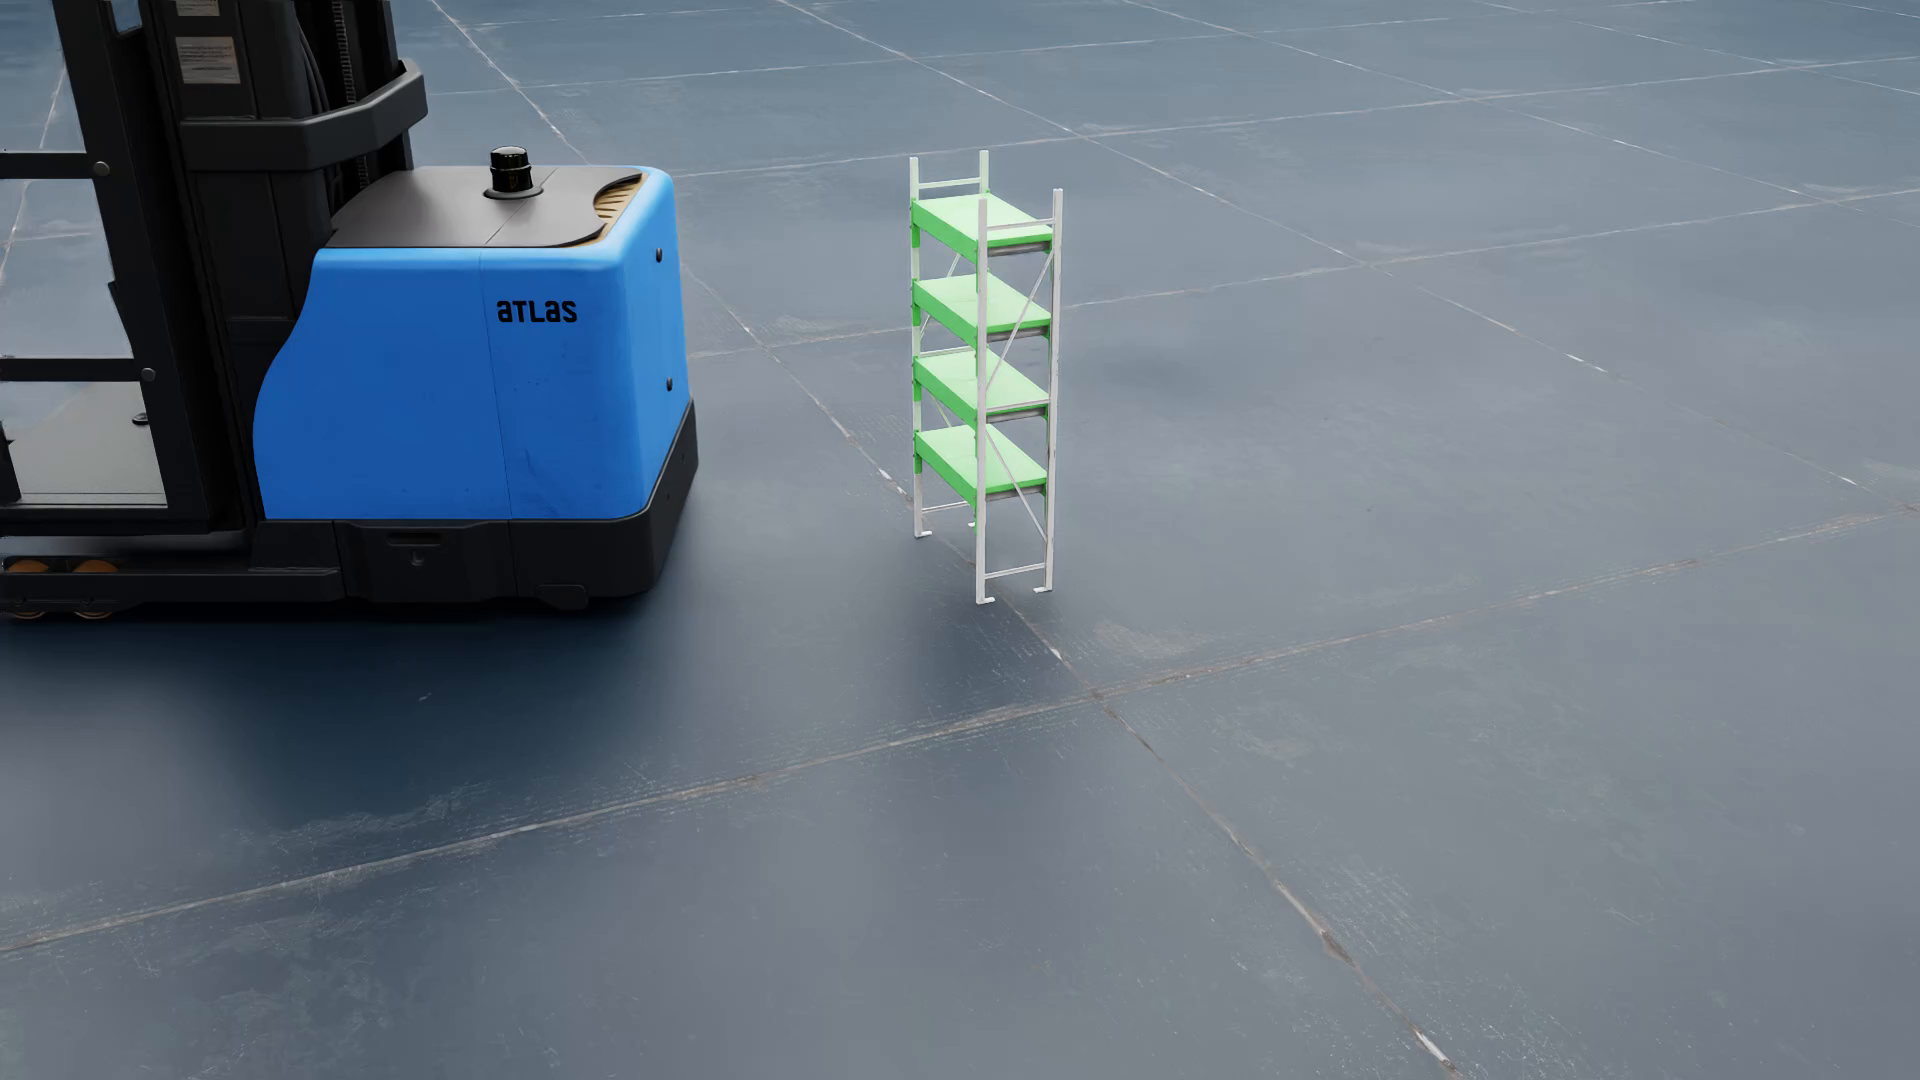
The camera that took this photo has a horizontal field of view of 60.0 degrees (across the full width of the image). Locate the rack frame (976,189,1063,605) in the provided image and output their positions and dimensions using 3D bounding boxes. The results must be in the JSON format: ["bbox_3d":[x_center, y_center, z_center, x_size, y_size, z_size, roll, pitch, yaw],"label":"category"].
[{"bbox_3d":[0.160,-0.374,4.648,0.240,1.200,0.015,-11,28,-21],"label":"rack frame"}]

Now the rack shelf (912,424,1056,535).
[{"bbox_3d":[0.065,-0.199,4.983,0.258,0.148,0.480,-11,28,-21],"label":"rack shelf"}]

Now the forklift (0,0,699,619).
[{"bbox_3d":[-2.397,-1.321,4.615,3.031,2.935,1.130,0,26,0],"label":"forklift"}]

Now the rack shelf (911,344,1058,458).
[{"bbox_3d":[0.065,-0.415,4.878,0.258,0.148,0.480,-11,28,-21],"label":"rack shelf"}]

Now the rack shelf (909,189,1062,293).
[{"bbox_3d":[0.065,-0.846,4.667,0.258,0.148,0.480,-11,28,-21],"label":"rack shelf"}]

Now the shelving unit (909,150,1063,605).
[{"bbox_3d":[0.065,-0.472,4.850,0.258,1.200,0.503,-11,28,-21],"label":"shelving unit"}]

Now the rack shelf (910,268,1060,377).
[{"bbox_3d":[0.065,-0.631,4.773,0.258,0.148,0.480,-11,28,-21],"label":"rack shelf"}]

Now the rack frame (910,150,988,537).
[{"bbox_3d":[-0.031,-0.571,5.052,0.240,1.200,0.015,-11,28,-21],"label":"rack frame"}]
